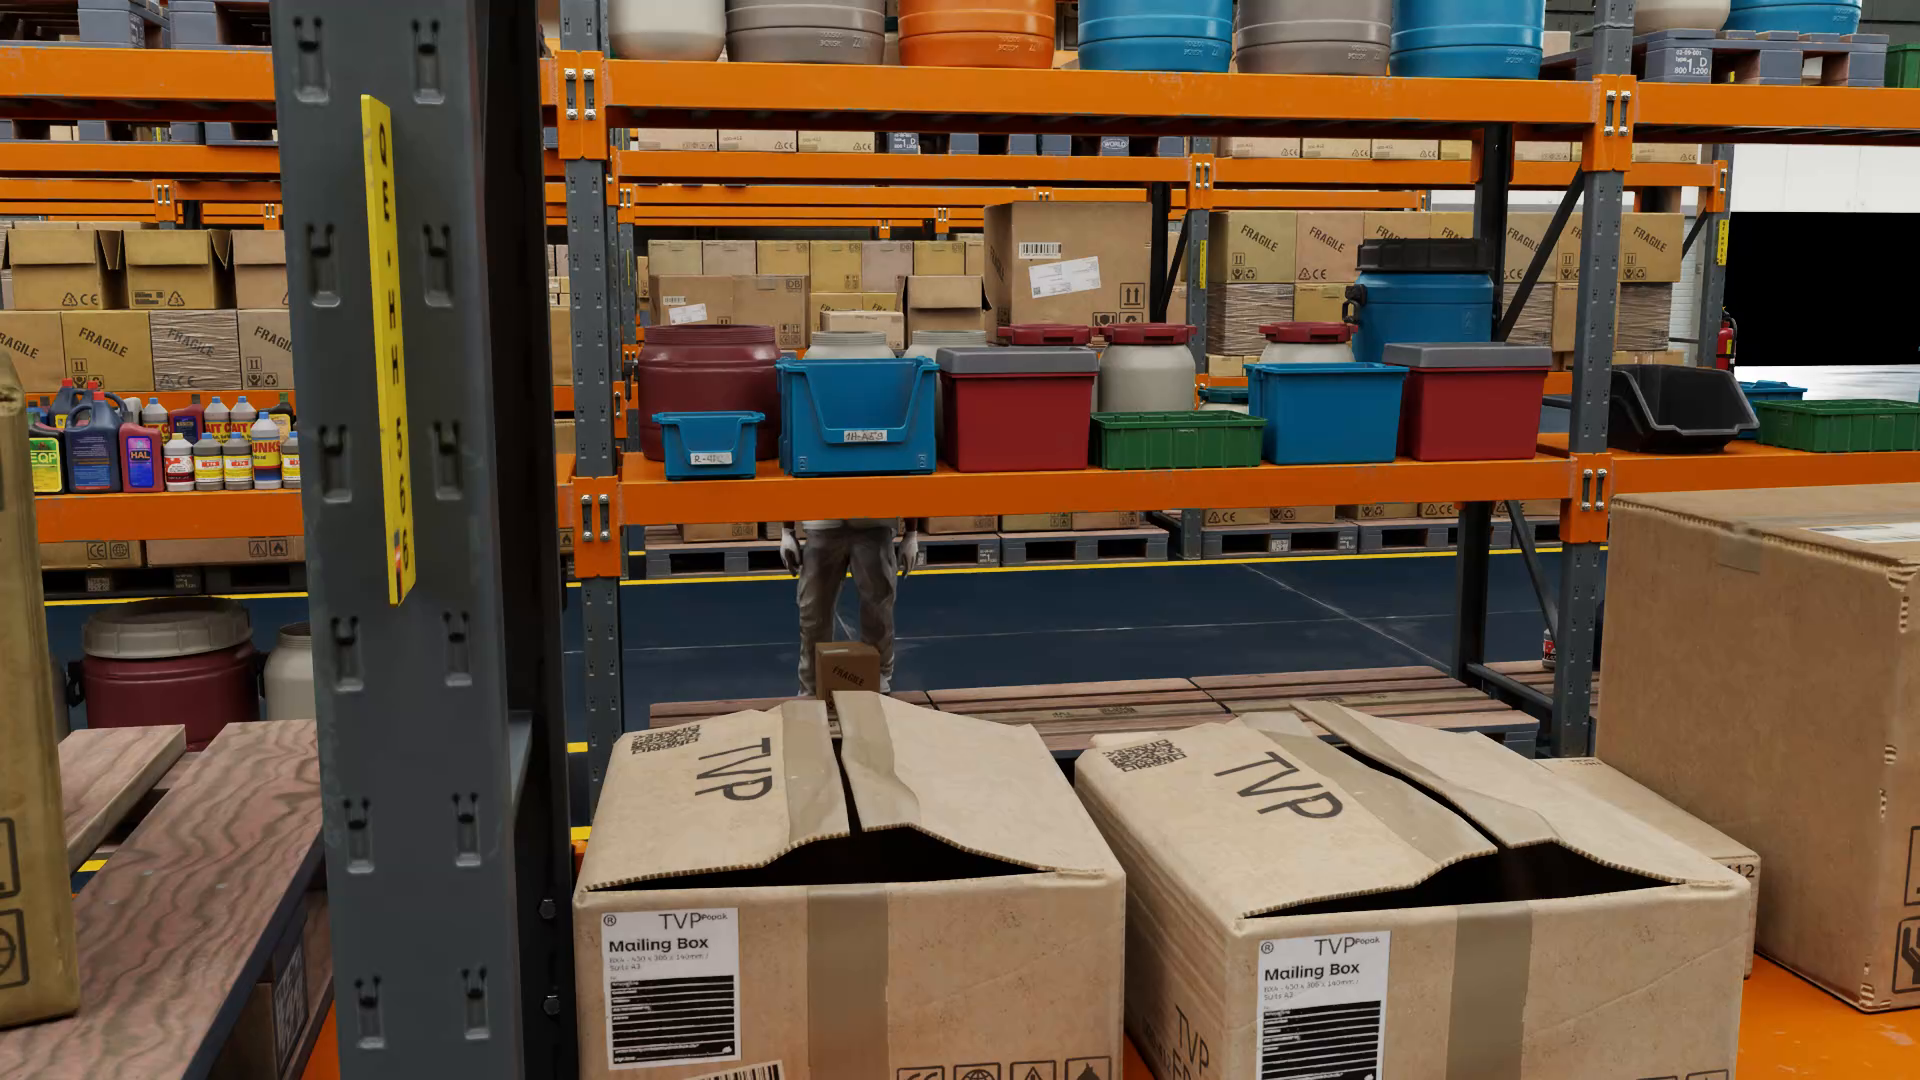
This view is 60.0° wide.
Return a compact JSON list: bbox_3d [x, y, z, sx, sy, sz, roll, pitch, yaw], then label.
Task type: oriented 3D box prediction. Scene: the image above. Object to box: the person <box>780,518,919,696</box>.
[{"bbox_3d":[-0.494,0.021,7.303,0.619,1.750,0.538,0,10,2],"label":"person"}]
